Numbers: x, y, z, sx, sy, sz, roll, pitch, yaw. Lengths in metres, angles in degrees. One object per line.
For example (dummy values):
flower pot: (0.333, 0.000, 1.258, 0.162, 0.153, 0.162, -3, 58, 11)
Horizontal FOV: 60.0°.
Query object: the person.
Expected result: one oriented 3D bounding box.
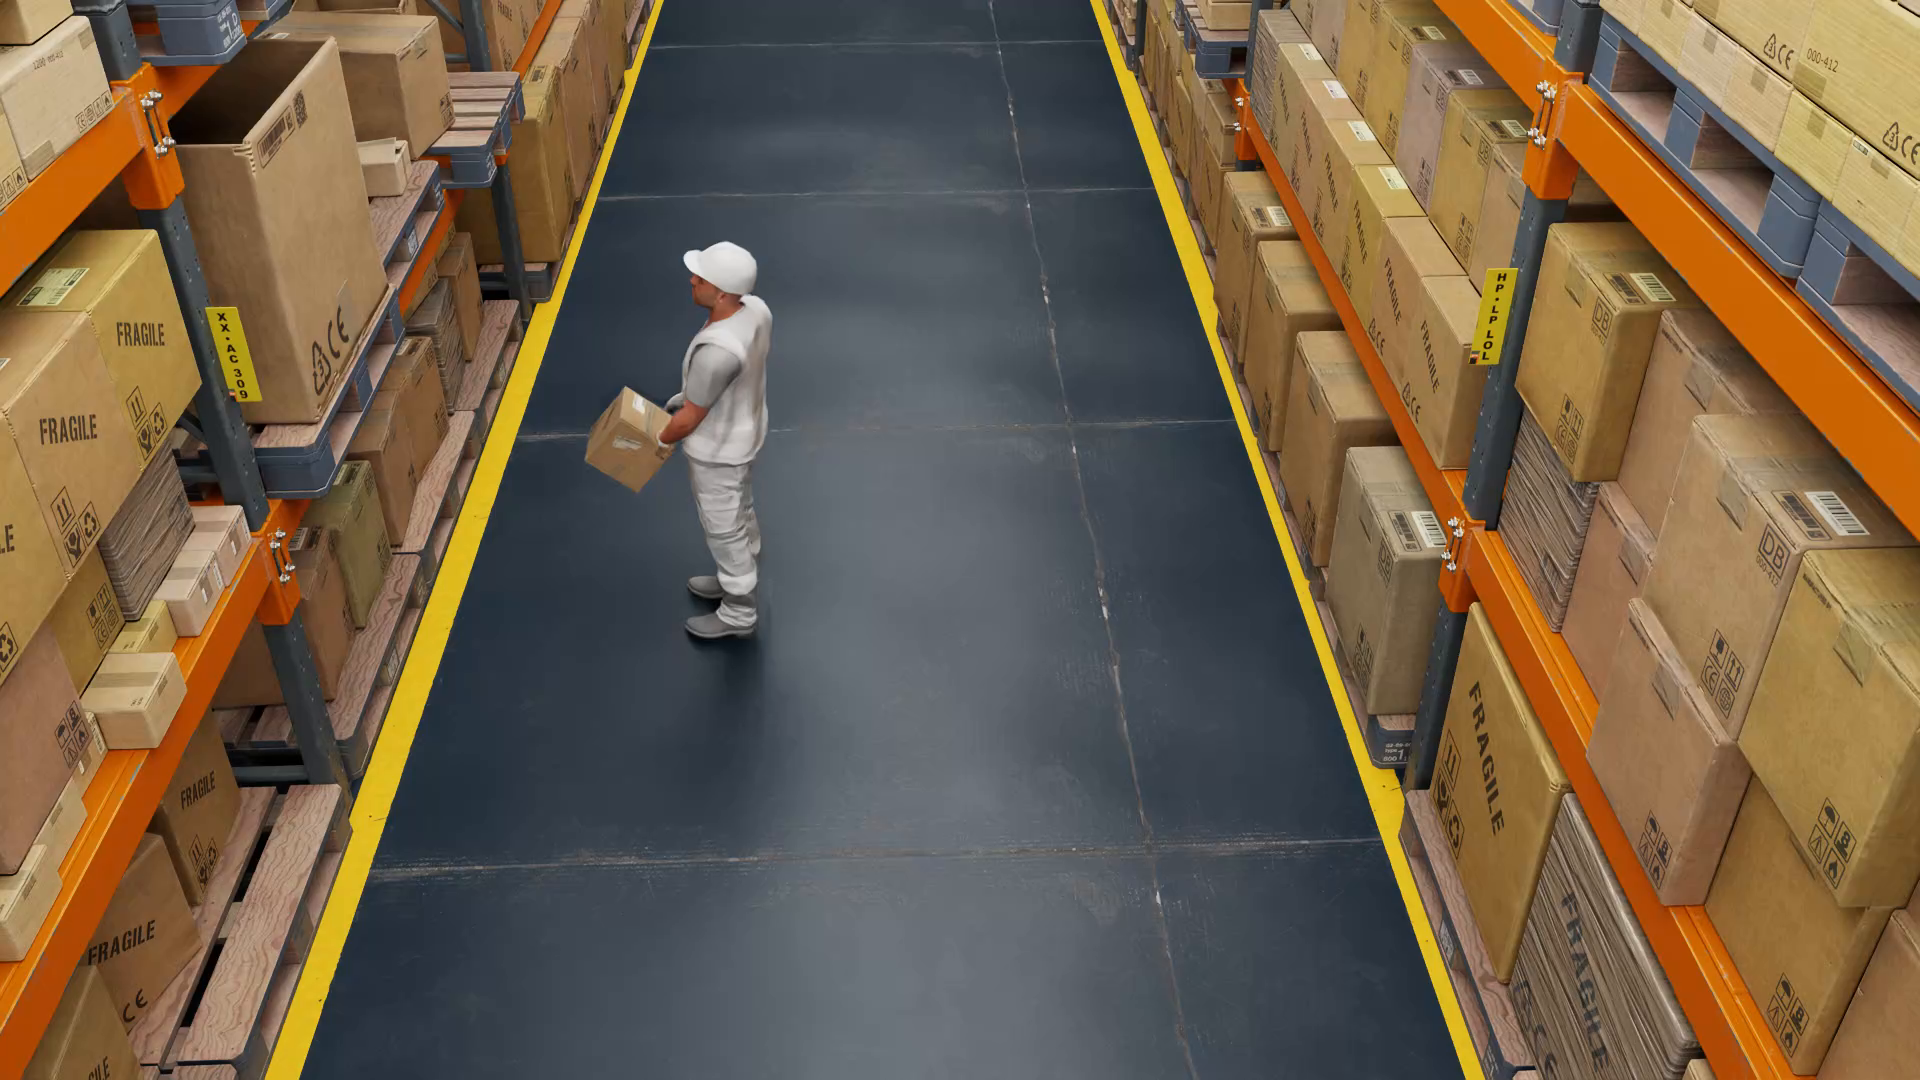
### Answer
person: (-1.006, -0.380, 6.663, 0.527, 1.793, 0.514, 7, 36, 10)
